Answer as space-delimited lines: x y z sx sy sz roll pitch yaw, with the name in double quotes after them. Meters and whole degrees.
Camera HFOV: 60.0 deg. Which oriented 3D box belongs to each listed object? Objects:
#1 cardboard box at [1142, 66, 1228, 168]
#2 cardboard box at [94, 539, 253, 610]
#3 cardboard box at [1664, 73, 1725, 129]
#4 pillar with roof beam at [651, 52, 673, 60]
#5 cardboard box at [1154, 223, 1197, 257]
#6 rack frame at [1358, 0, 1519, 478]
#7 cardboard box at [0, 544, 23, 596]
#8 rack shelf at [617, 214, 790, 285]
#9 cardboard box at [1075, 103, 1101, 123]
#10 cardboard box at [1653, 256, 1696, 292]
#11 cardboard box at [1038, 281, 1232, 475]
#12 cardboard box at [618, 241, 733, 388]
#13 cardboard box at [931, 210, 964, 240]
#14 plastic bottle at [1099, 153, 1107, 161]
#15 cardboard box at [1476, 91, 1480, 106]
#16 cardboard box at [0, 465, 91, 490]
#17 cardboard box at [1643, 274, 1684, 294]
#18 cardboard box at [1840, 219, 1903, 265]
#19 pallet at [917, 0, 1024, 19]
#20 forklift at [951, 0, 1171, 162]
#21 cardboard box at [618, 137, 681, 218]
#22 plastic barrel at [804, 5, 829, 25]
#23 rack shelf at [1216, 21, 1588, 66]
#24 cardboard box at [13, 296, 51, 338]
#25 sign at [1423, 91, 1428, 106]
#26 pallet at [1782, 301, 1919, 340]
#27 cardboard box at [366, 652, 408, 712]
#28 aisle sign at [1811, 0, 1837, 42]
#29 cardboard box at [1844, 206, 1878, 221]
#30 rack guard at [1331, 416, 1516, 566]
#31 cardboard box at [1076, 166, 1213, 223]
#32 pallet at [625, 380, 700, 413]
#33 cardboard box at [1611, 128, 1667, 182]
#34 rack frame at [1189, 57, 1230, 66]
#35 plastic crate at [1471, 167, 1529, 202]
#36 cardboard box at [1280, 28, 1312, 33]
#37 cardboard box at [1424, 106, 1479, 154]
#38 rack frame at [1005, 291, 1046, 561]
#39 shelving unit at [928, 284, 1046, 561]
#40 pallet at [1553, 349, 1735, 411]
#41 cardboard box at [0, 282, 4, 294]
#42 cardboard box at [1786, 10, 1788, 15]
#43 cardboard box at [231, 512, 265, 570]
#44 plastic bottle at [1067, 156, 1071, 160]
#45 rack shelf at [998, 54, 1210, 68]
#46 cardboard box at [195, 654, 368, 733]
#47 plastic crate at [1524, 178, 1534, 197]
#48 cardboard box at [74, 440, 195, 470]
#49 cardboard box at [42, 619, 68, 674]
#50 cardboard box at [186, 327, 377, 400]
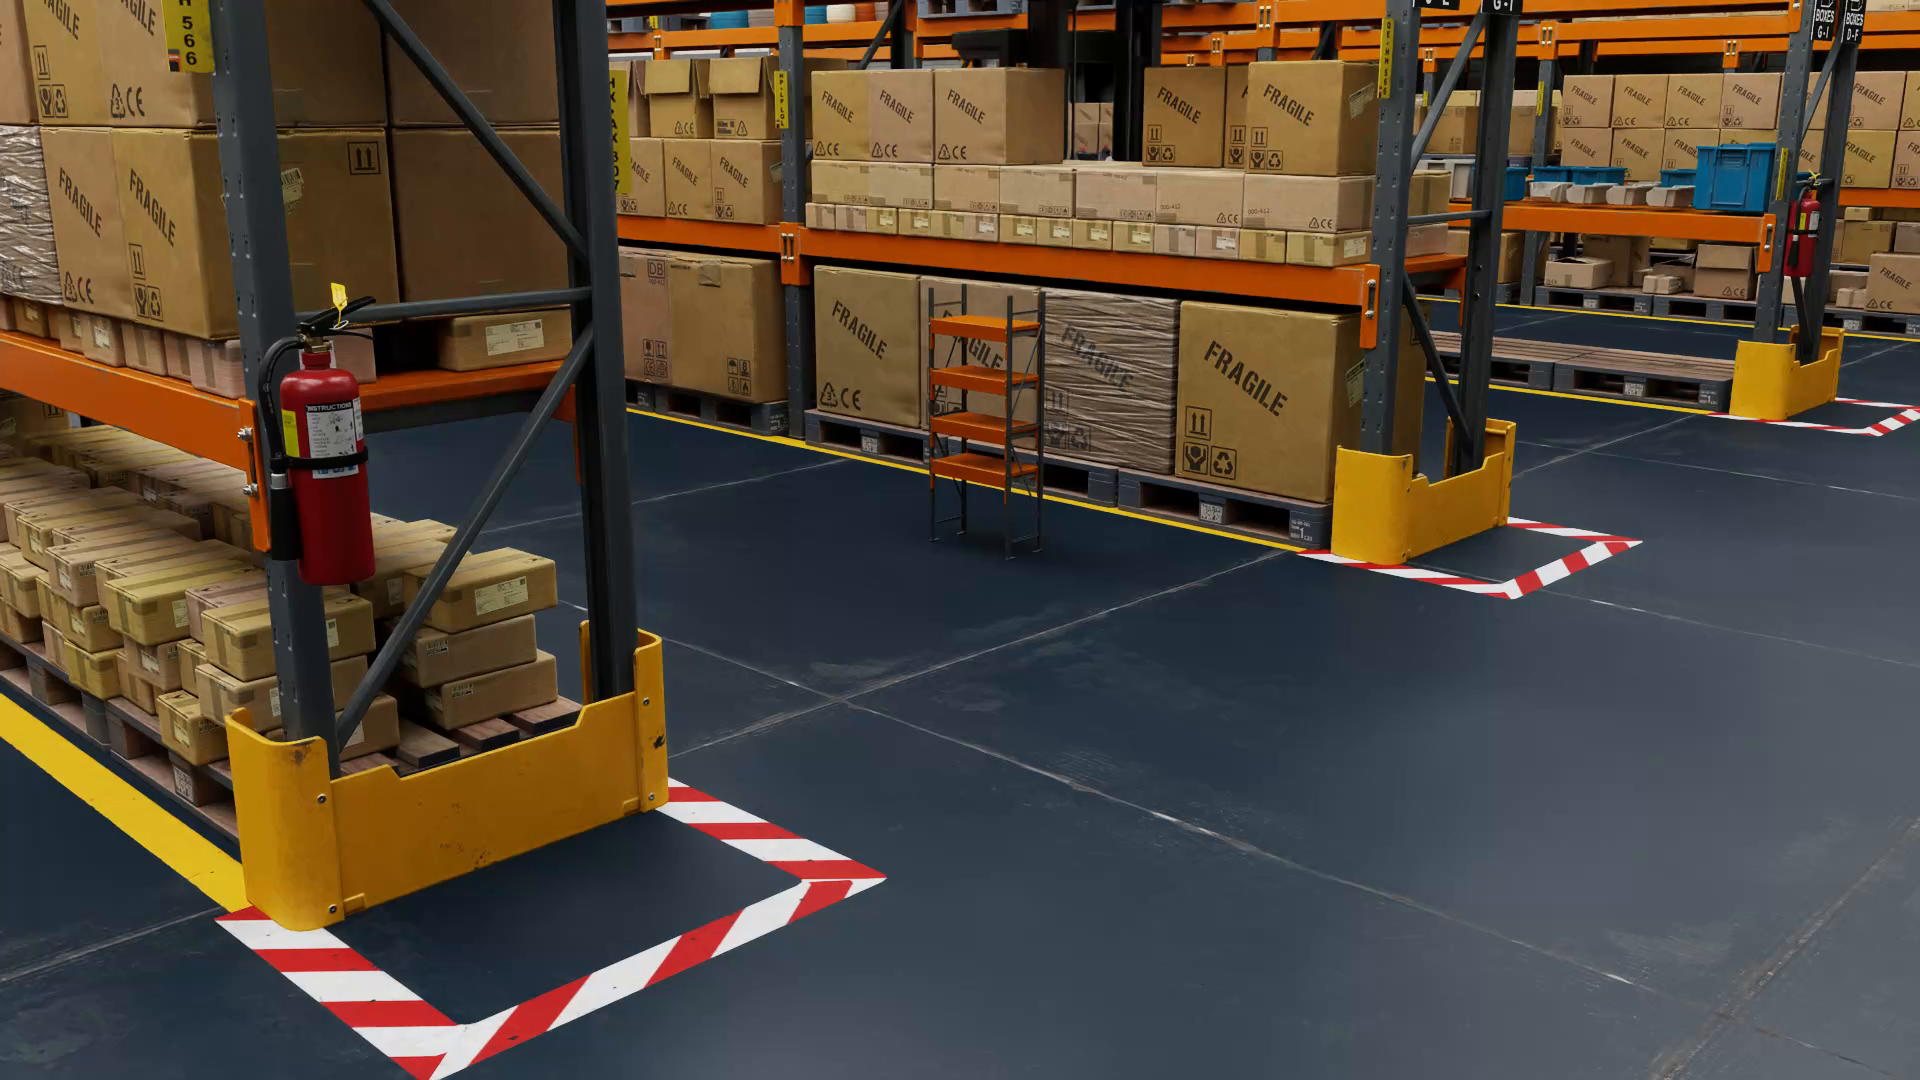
1.306 -2.213 8.697 0.500 0.500 0.500 13 19 41 "cardboard box"
-2.430 0.122 5.155 0.250 0.149 0.380 13 19 40 "cardboard box"
7.086 -4.185 15.862 0.500 0.500 0.500 13 19 41 "cardboard box"
-9.525 -11.222 33.156 0.400 9.000 9.100 14 20 42 "pillar with roof beam"
1.168 -1.483 8.173 0.250 0.149 0.380 14 20 43 "cardboard box"
2.201 -1.469 7.620 0.127 3.000 1.000 14 20 42 "rack frame"
-3.199 0.088 5.878 0.250 0.149 0.380 13 20 42 "cardboard box"
-2.118 -2.171 11.741 4.000 0.370 1.077 14 20 42 "rack shelf"
2.229 -6.860 27.081 0.500 0.500 0.500 -14 20 -42 "cardboard box"
7.347 -2.699 16.800 0.500 0.311 0.500 14 20 42 "cardboard box"
1.030 -0.901 8.820 0.875 0.875 0.875 14 20 42 "cardboard box"
-1.797 -1.608 11.537 0.875 0.875 1.225 13 19 40 "cardboard box"
0.058 -1.753 9.208 0.250 0.149 0.380 13 20 41 "cardboard box"
1.323 -3.459 15.492 0.133 0.283 0.061 14 20 42 "plastic bottle"
7.292 -5.911 22.353 0.500 0.250 0.500 13 20 41 "cardboard box"
-3.513 -0.164 6.254 0.250 0.149 0.380 13 19 41 "cardboard box"
6.982 -2.546 16.500 0.250 0.166 0.380 14 20 42 "cardboard box"
10.830 -3.531 19.661 0.700 0.500 0.500 -14 20 -43 "cardboard box"
0.363 -4.976 15.507 1.213 0.211 1.003 14 20 42 "pallet"
0.622 -2.476 11.623 1.130 2.935 3.031 -8 17 -29 "forklift"
-1.937 -2.427 11.101 0.500 0.500 0.500 13 20 42 "cardboard box"
-1.541 -5.883 17.620 0.708 0.901 0.600 14 20 42 "plastic barrel"
4.760 -5.420 18.261 4.000 0.370 1.077 14 20 42 "rack shelf"
-2.814 -0.755 5.380 0.250 0.149 0.380 14 20 43 "cardboard box"
6.386 -5.988 22.825 0.005 0.325 0.100 14 20 42 "sign"
8.450 -2.069 15.456 1.213 0.211 1.003 14 20 42 "pallet"
-1.715 0.409 5.233 0.250 0.149 0.380 14 20 42 "cardboard box"
5.487 -3.560 10.490 0.004 0.787 0.394 14 20 42 "aisle sign"
10.599 -3.840 19.557 0.250 0.149 0.380 13 19 41 "cardboard box"
2.218 -0.255 7.919 0.348 0.500 1.175 14 20 42 "rack guard"
0.937 -1.755 8.425 0.500 0.250 0.500 13 19 40 "cardboard box"
-2.169 -1.154 11.943 1.213 0.211 1.003 14 20 42 "pallet"
6.749 -3.787 16.319 0.500 0.500 0.500 14 20 43 "cardboard box"
3.877 -6.266 26.032 0.127 3.000 1.000 14 20 42 "rack frame"
3.982 -2.629 12.285 0.300 0.233 0.416 14 20 42 "plastic crate"
4.025 -6.007 18.889 0.500 0.500 0.910 14 20 42 "cardboard box"
5.475 -4.450 18.031 0.700 0.500 0.500 -11 18 -35 "cardboard box"
0.295 -0.509 7.506 0.015 1.200 0.240 14 20 42 "rack frame"
0.119 -0.552 7.670 0.503 1.200 0.258 14 20 42 "shelving unit"
5.072 -1.170 12.003 1.213 0.211 1.003 14 20 42 "pallet"
-2.907 -1.078 5.330 0.500 0.500 0.500 -13 20 -41 "cardboard box"
7.806 -4.862 14.991 0.500 0.250 0.500 14 20 42 "cardboard box"
-2.259 -0.023 5.714 0.380 0.149 0.250 -14 20 -42 "cardboard box"
0.965 -3.331 15.012 0.135 0.276 0.152 14 20 42 "plastic bottle"
2.437 -7.720 27.088 4.000 0.370 1.077 14 20 42 "rack shelf"
-1.893 0.406 4.657 0.250 0.149 0.380 13 19 41 "cardboard box"
4.222 -2.719 12.822 0.466 0.136 0.293 14 20 42 "plastic crate"
-3.362 -0.303 6.787 0.250 0.149 0.380 13 20 42 "cardboard box"
-2.821 0.322 5.569 0.380 0.149 0.250 -14 20 -43 "cardboard box"
-1.745 -0.470 4.286 0.250 0.149 0.380 14 20 42 "cardboard box"
